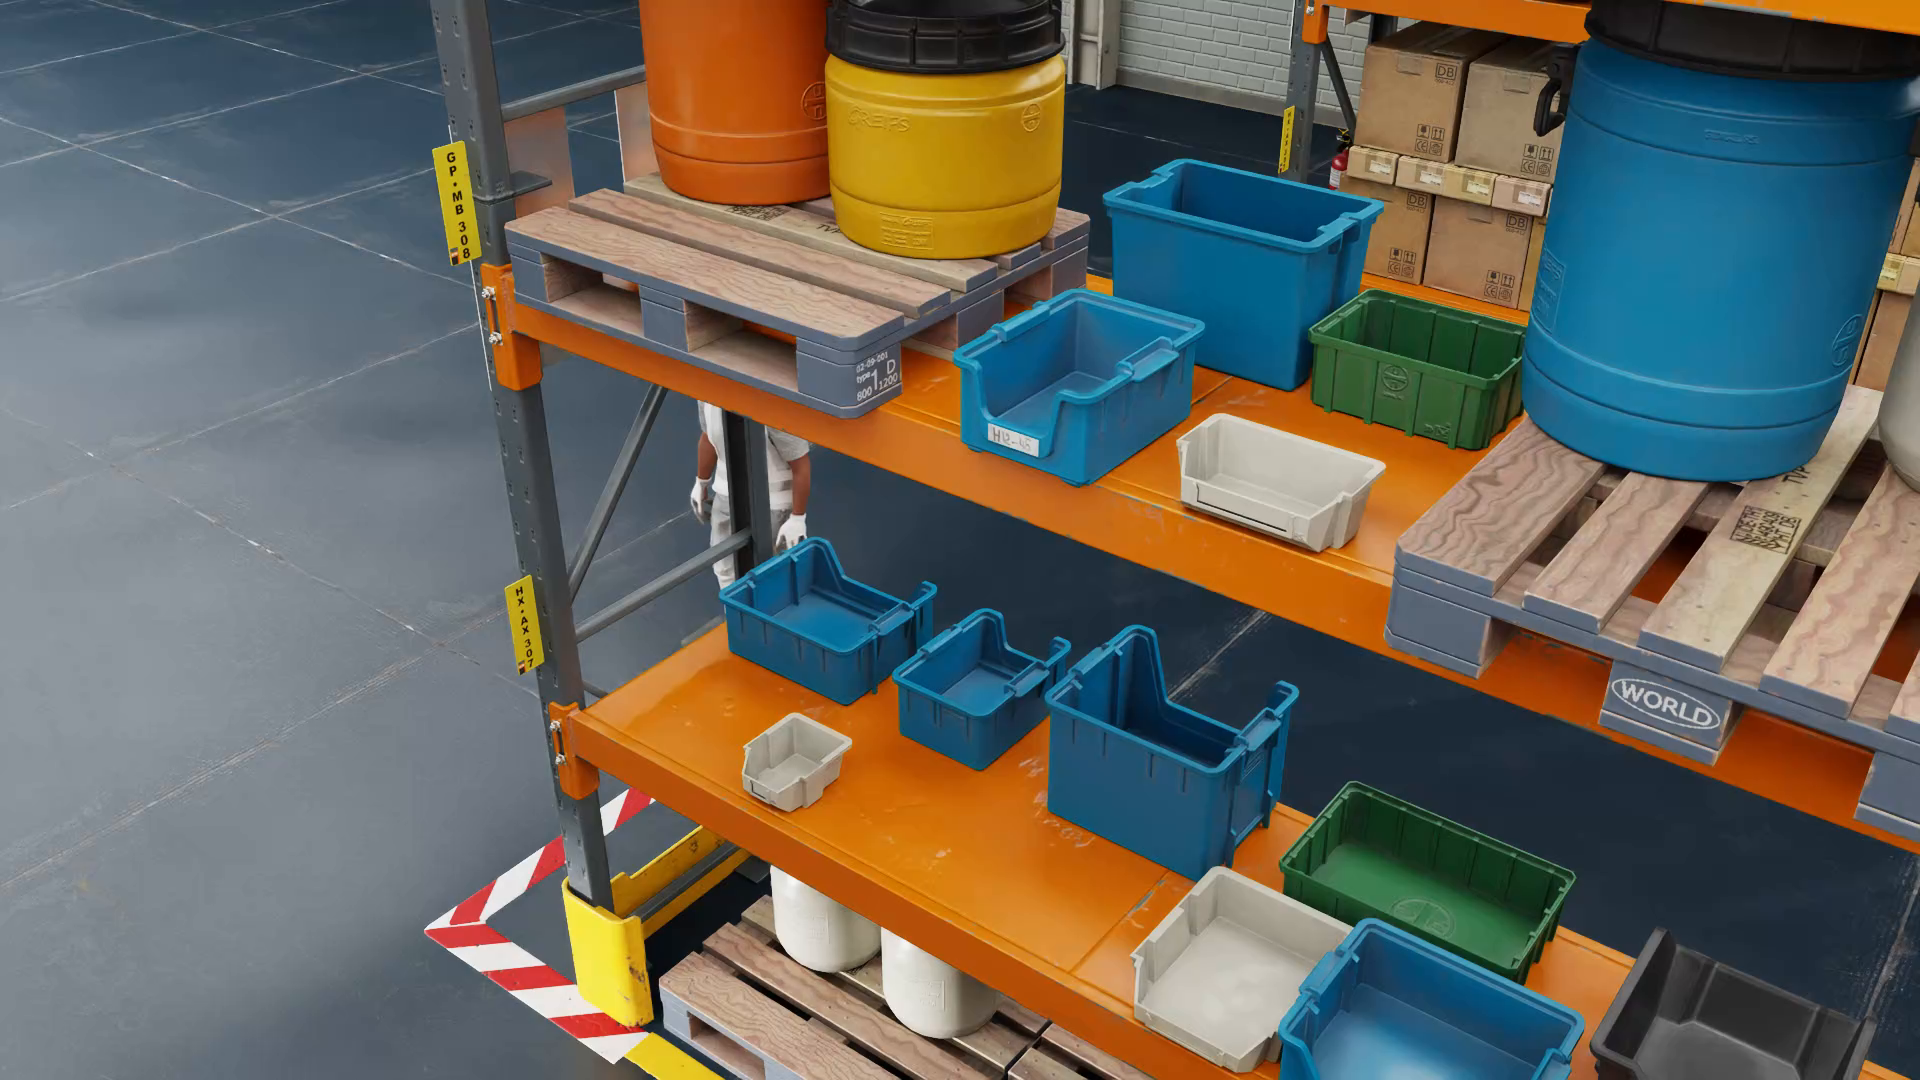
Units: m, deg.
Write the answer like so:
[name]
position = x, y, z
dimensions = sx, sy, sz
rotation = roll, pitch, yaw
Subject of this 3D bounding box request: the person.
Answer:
[person]
position = -0.928, -0.159, 7.389
dimensions = 0.629, 1.775, 0.445
rotation = 20, 36, 31
